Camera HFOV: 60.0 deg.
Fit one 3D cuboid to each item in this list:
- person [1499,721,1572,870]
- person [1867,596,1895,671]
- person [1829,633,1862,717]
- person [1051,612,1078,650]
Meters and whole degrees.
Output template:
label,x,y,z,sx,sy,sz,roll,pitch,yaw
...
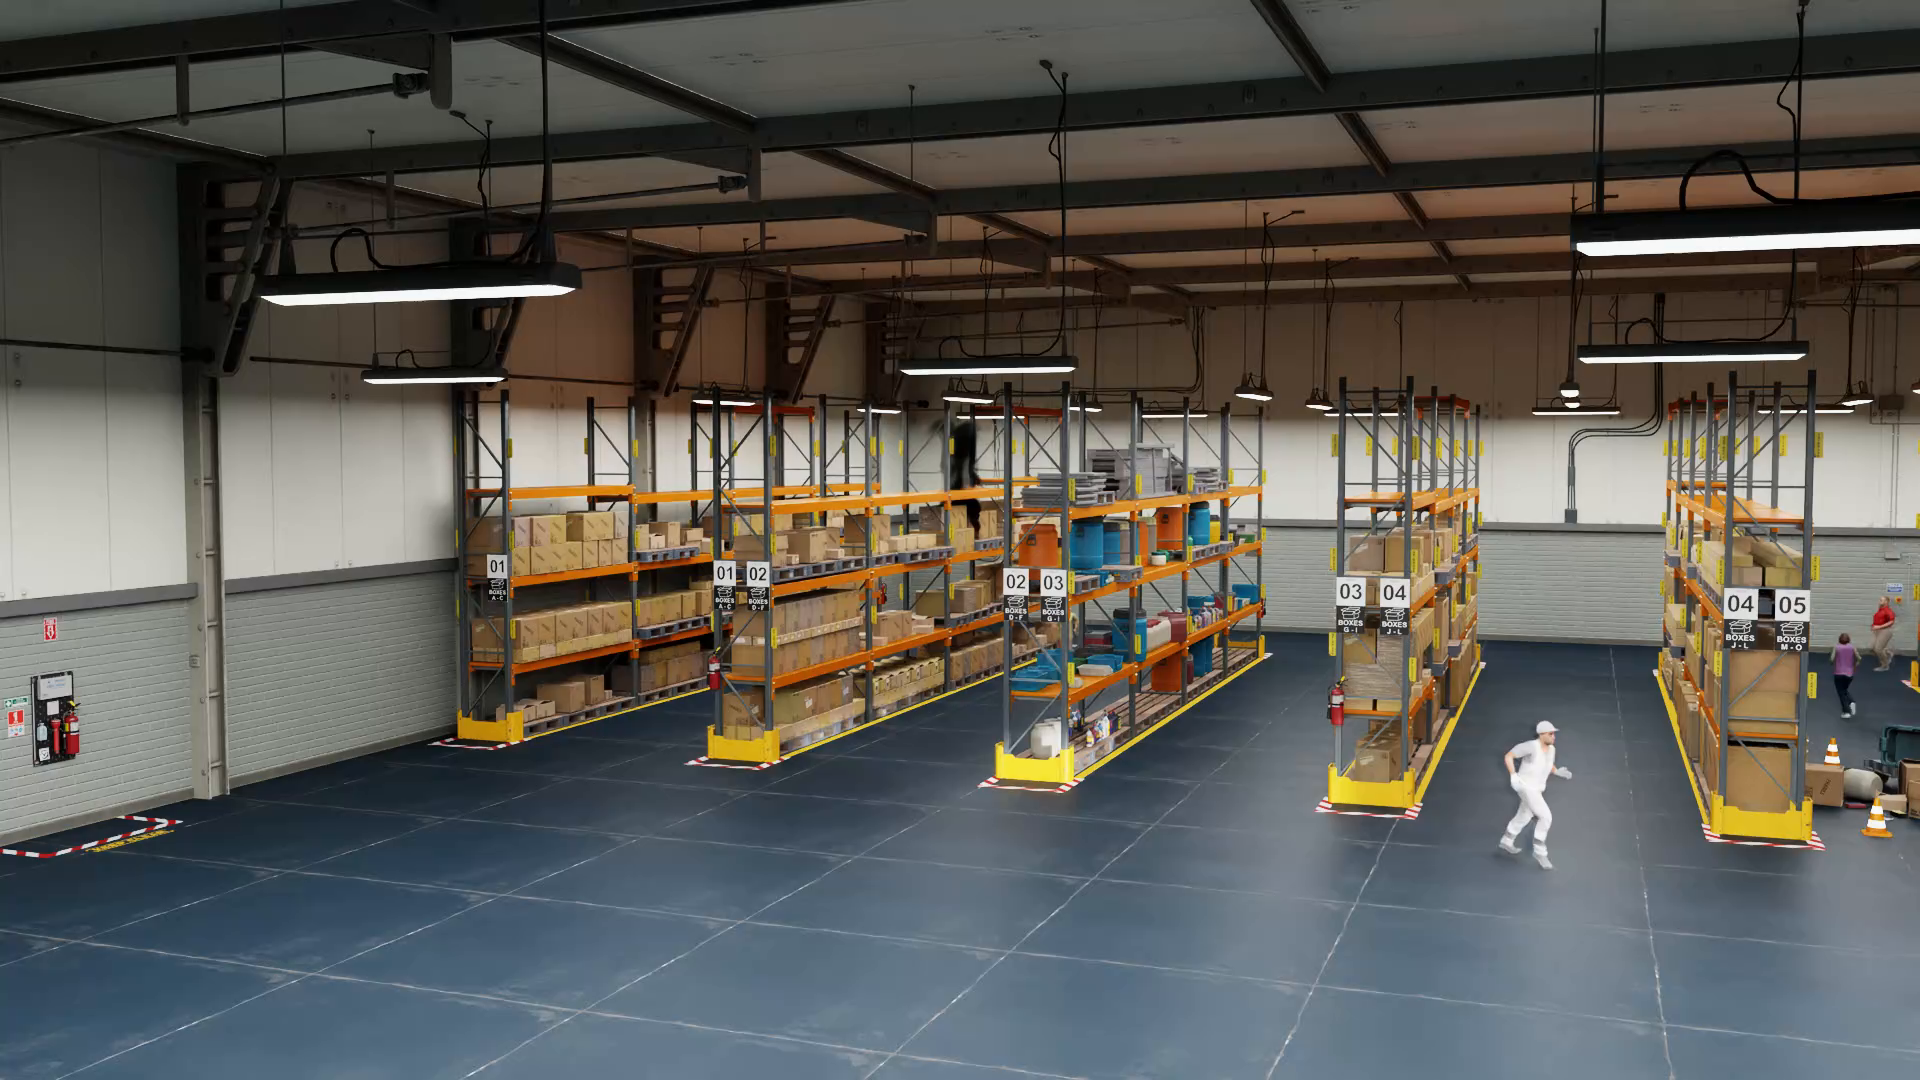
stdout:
label,x,y,z,sx,sy,sz,roll,pitch,yaw
person,6.877,3.039,20.078,0.671,1.776,0.911,-2,4,-35
person,20.783,2.107,37.466,0.598,1.685,0.664,0,3,5
person,16.481,2.520,31.041,0.521,1.548,0.540,1,3,10
person,2.271,2.172,36.094,0.563,1.718,0.796,1,3,10
